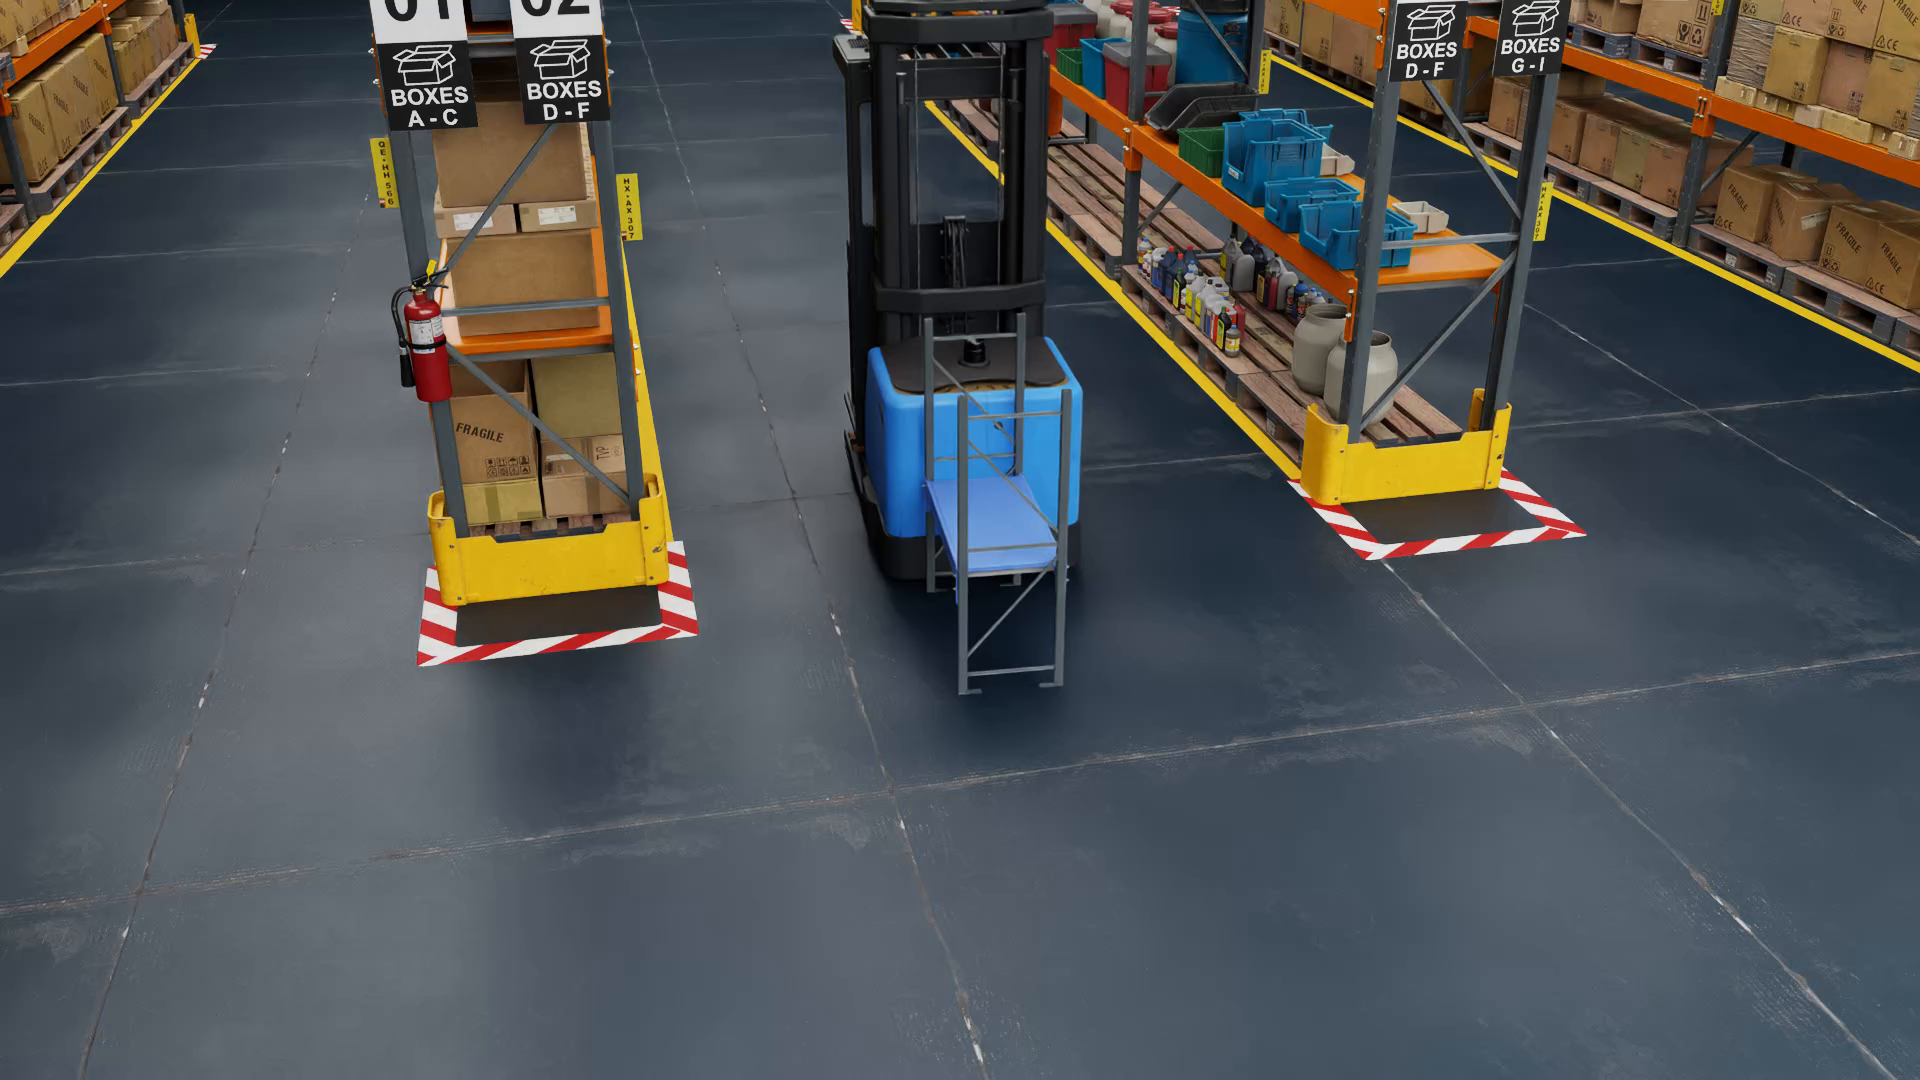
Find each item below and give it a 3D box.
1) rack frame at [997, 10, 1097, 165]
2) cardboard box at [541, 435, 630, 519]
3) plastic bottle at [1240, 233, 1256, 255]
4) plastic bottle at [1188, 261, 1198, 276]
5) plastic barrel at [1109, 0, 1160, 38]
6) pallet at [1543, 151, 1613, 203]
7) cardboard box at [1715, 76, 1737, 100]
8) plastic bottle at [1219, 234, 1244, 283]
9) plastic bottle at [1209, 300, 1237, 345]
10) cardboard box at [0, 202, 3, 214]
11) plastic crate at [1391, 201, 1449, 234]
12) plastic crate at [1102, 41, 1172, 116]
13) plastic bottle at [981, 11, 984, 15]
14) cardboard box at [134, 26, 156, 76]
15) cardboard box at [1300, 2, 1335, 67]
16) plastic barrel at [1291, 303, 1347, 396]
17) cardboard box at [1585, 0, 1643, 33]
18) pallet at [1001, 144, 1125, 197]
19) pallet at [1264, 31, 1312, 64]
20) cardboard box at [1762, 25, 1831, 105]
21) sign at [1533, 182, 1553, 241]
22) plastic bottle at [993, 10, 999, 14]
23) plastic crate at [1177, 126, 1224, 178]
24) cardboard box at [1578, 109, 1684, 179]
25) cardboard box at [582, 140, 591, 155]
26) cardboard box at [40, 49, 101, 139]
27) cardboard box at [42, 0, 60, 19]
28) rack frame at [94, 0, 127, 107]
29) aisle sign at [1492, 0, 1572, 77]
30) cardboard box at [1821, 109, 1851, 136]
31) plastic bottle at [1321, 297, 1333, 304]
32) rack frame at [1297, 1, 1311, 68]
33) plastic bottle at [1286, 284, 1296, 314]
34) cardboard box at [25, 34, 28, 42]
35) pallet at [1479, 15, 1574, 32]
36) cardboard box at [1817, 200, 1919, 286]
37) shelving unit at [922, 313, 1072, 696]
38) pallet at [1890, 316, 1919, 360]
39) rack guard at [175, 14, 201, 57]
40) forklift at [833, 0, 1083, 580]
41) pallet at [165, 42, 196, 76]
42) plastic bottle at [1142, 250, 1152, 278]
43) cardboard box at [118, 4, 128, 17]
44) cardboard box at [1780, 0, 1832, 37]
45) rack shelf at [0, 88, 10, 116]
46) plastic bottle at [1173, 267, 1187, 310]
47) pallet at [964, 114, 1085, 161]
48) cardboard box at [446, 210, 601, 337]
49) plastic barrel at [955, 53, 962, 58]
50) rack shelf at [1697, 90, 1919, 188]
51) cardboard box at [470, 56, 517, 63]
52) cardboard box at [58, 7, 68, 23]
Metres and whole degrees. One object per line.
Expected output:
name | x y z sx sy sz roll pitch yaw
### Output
rack frame | 0.877 -5.152 16.128 1.000 3.000 0.127 -6 27 -12
cardboard box | -2.051 -0.357 9.213 0.500 0.250 0.500 -6 27 -12
plastic bottle | 2.205 -2.156 12.645 0.144 0.351 0.185 -7 28 -13
plastic bottle | 1.707 -1.927 12.278 0.097 0.271 0.097 0 27 0
plastic barrel | 1.514 -4.411 14.509 0.433 0.535 0.433 0 27 0
pallet | 6.149 -3.532 16.014 1.003 0.211 1.213 -6 27 -12
cardboard box | 6.360 -3.662 13.455 0.380 0.149 0.250 -6 27 -12
plastic bottle | 2.064 -2.142 12.616 0.144 0.351 0.185 -6 27 -12
plastic bottle | 1.809 -1.496 11.419 0.152 0.276 0.135 -6 27 -11
cardboard box | -8.562 -2.916 13.984 0.700 0.500 0.500 -6 27 -11
plastic crate | 2.792 -1.948 10.073 0.298 0.136 0.250 -6 27 -12
plastic crate | 1.371 -3.606 12.995 0.402 0.464 0.583 -6 27 -12
plastic bottle | 0.266 -5.468 16.898 0.097 0.271 0.097 0 27 0
cardboard box | -9.969 -5.759 19.639 0.700 0.500 0.500 -5 27 -10
cardboard box | 4.965 -6.371 20.435 1.225 0.875 0.875 -6 27 -11
plastic barrel | 2.344 -1.218 10.629 0.421 0.512 0.421 0 27 0
cardboard box | 6.124 -4.884 15.017 0.797 0.503 0.637 -3 27 -6
pallet | 1.014 -3.563 16.075 1.003 0.211 1.213 -6 27 -12
pallet | 4.706 -6.508 21.909 1.003 0.211 1.213 -6 27 -12
cardboard box | 6.724 -3.650 12.710 0.875 0.500 0.500 -6 27 -12
sign | 3.217 -1.818 9.215 0.100 0.325 0.005 -6 27 -12
plastic bottle | 0.370 -5.234 16.421 0.061 0.283 0.133 -6 27 -12
plastic crate | 1.810 -2.677 11.460 0.450 0.188 0.662 -6 27 -12
cardboard box | 6.271 -3.708 15.553 0.700 0.500 0.500 -8 28 -16
cardboard box | -2.259 -2.120 9.291 0.380 0.149 0.250 -7 28 -13
cardboard box | -9.200 -4.468 16.692 0.750 0.750 0.750 -5 27 -10
cardboard box | -8.980 -5.248 15.856 0.500 0.500 0.500 -5 27 -10
rack frame | -9.676 -5.902 17.614 1.000 3.000 0.127 -6 27 -12
aisle sign | 2.982 -2.799 8.581 0.394 0.787 0.004 -6 27 -12
cardboard box | 6.665 -3.116 12.373 0.380 0.149 0.250 -6 27 -12
plastic bottle | 2.542 -1.553 11.523 0.061 0.283 0.133 -5 27 -11
rack frame | 4.801 -7.411 20.604 1.000 3.000 0.127 -6 27 -12
plastic bottle | 2.407 -1.743 11.991 0.097 0.201 0.097 0 27 0
cardboard box | -8.893 -4.659 15.407 0.380 0.149 0.250 -5 27 -10
pallet | 5.967 -5.267 16.570 1.213 0.211 1.003 -6 27 -12
cardboard box | 7.008 -2.276 12.738 0.500 0.500 0.500 -8 28 -16
shelving unit | 0.155 -0.190 7.962 0.538 1.500 1.048 -4 27 -8
pallet | 7.340 -1.292 11.575 1.003 0.211 1.213 -6 27 -12
rack guard | -10.583 -6.553 21.678 1.175 0.500 0.348 -6 27 -12
forklift | -0.107 -1.741 9.447 1.130 2.935 3.031 -4 27 -8
pallet | -10.321 -6.070 21.042 1.003 0.211 1.213 -6 27 -12
plastic bottle | 1.446 -2.114 12.727 0.097 0.201 0.097 0 27 0
cardboard box | -10.375 -6.424 20.237 0.380 0.149 0.250 -6 27 -11
cardboard box | 6.572 -4.080 12.454 0.500 0.500 0.500 -6 27 -12
rack shelf | -8.324 -2.947 12.558 1.077 0.370 4.000 -6 27 -12
plastic bottle | 1.595 -1.824 12.061 0.061 0.283 0.133 -5 27 -9
pallet | 0.659 -4.249 17.434 1.003 0.211 1.213 -6 27 -12
cardboard box | -2.239 -1.390 8.563 0.700 0.500 0.500 -6 27 -12
plastic barrel | 0.241 -5.607 18.893 0.600 0.901 0.708 -6 27 -12
rack shelf | 7.055 -2.700 12.068 1.077 0.370 4.000 -6 27 -12
cardboard box | -2.490 -2.443 9.211 0.700 0.500 0.500 -6 27 -11
cardboard box | -9.123 -5.228 16.536 0.380 0.149 0.250 -6 27 -12
